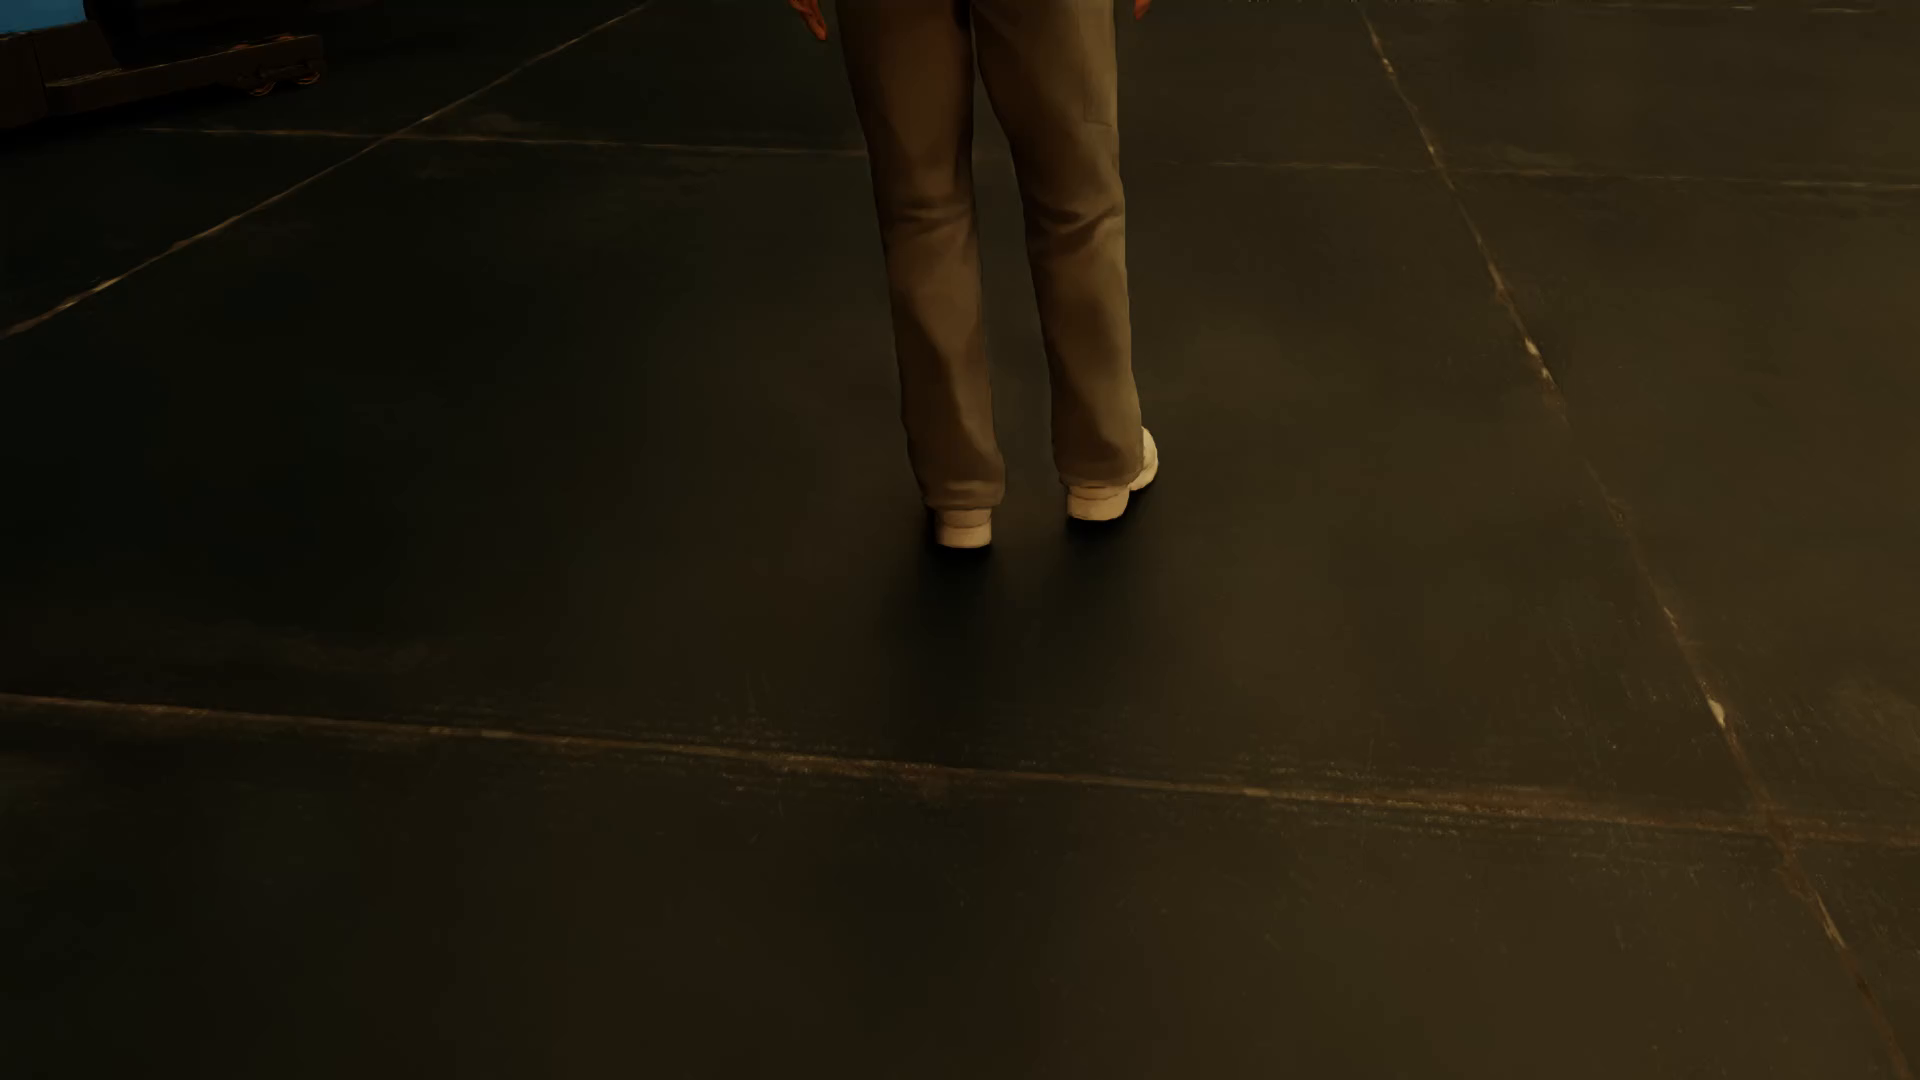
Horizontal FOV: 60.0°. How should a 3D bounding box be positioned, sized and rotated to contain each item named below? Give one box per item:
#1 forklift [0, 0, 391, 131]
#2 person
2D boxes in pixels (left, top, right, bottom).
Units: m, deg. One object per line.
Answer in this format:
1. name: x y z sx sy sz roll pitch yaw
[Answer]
1. forklift: -2.774 -2.824 4.877 1.130 2.935 3.031 13 29 24
2. person: 0.023 -0.788 2.187 0.550 1.674 0.548 3 27 7
